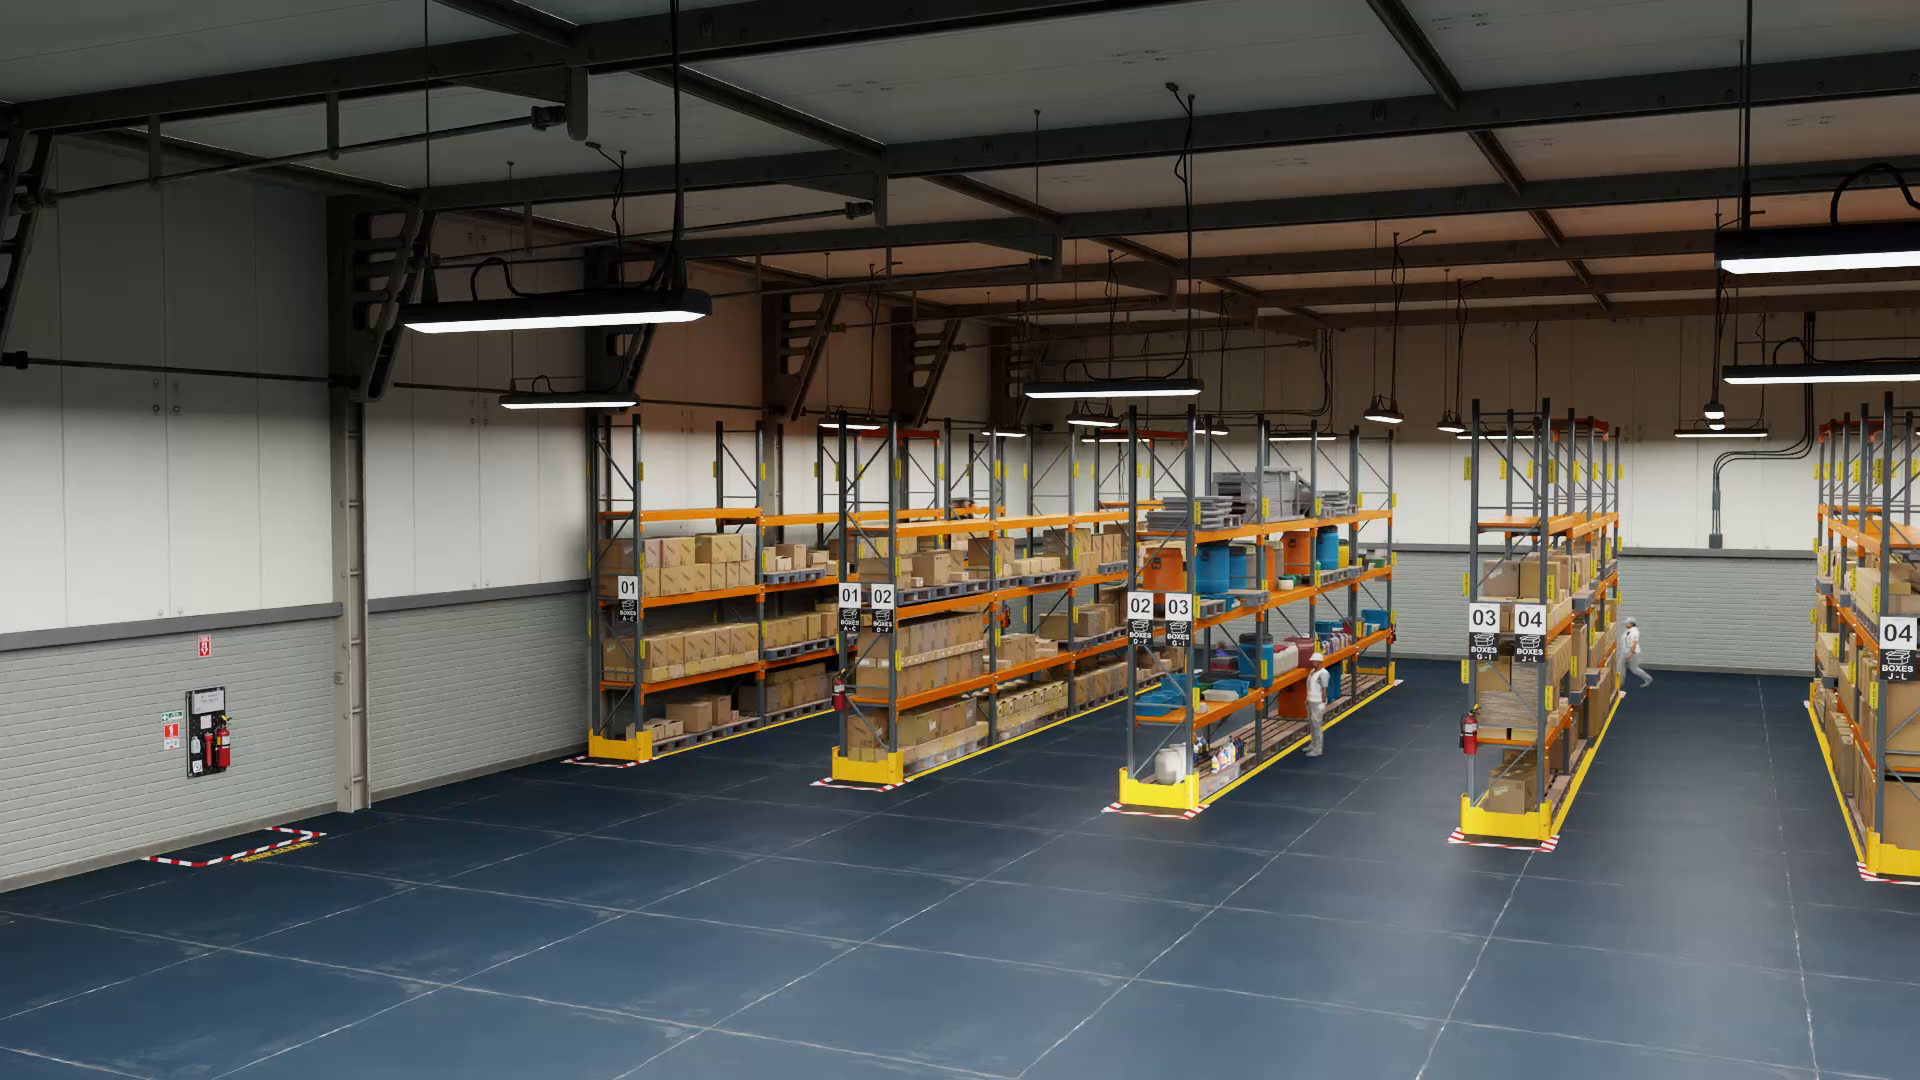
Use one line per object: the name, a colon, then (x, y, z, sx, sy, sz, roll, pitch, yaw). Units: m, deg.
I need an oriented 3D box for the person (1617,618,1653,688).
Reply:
person: (15.432, 2.603, 38.279, 0.849, 1.637, 0.481, 0, 2, -2)

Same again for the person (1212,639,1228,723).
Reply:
person: (5.177, 2.803, 33.169, 0.335, 1.664, 0.476, 1, 2, 13)

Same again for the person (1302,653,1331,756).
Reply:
person: (6.292, 2.904, 29.539, 0.462, 1.805, 0.608, 0, 2, -7)
